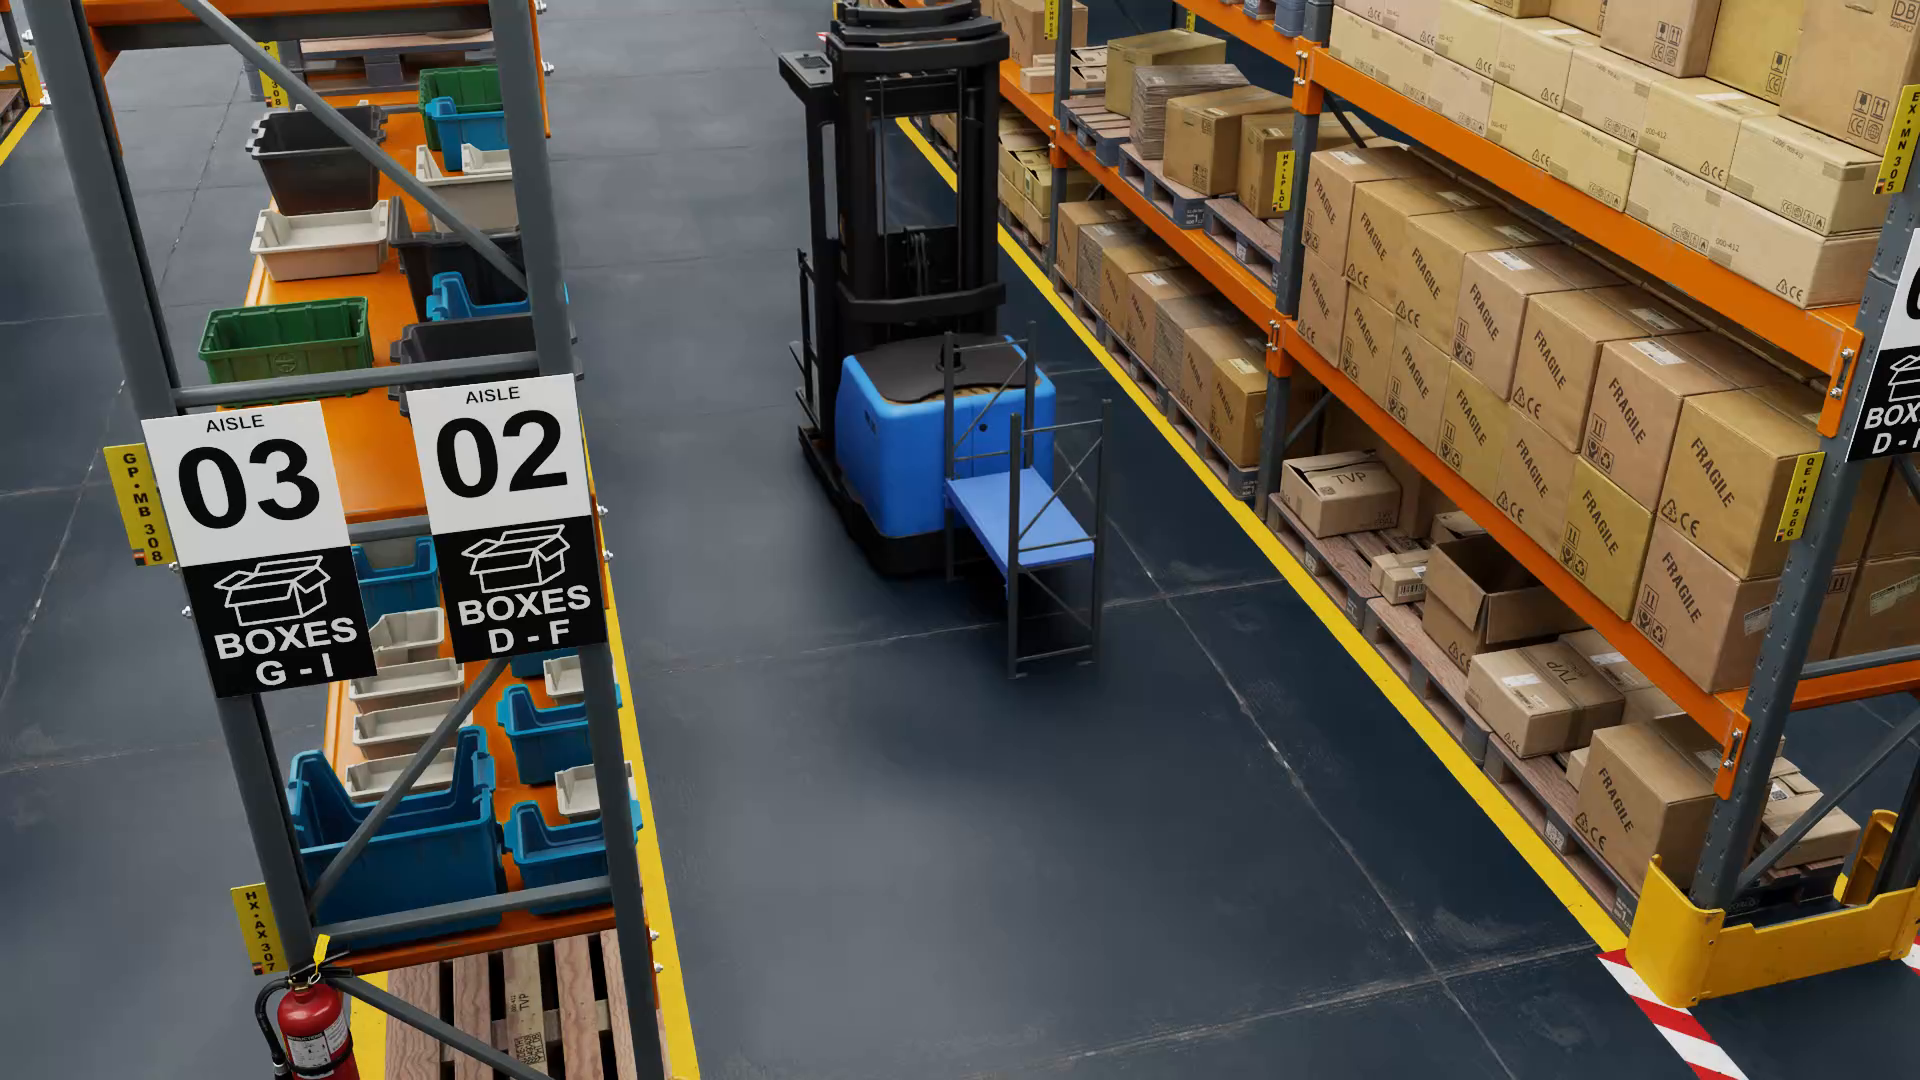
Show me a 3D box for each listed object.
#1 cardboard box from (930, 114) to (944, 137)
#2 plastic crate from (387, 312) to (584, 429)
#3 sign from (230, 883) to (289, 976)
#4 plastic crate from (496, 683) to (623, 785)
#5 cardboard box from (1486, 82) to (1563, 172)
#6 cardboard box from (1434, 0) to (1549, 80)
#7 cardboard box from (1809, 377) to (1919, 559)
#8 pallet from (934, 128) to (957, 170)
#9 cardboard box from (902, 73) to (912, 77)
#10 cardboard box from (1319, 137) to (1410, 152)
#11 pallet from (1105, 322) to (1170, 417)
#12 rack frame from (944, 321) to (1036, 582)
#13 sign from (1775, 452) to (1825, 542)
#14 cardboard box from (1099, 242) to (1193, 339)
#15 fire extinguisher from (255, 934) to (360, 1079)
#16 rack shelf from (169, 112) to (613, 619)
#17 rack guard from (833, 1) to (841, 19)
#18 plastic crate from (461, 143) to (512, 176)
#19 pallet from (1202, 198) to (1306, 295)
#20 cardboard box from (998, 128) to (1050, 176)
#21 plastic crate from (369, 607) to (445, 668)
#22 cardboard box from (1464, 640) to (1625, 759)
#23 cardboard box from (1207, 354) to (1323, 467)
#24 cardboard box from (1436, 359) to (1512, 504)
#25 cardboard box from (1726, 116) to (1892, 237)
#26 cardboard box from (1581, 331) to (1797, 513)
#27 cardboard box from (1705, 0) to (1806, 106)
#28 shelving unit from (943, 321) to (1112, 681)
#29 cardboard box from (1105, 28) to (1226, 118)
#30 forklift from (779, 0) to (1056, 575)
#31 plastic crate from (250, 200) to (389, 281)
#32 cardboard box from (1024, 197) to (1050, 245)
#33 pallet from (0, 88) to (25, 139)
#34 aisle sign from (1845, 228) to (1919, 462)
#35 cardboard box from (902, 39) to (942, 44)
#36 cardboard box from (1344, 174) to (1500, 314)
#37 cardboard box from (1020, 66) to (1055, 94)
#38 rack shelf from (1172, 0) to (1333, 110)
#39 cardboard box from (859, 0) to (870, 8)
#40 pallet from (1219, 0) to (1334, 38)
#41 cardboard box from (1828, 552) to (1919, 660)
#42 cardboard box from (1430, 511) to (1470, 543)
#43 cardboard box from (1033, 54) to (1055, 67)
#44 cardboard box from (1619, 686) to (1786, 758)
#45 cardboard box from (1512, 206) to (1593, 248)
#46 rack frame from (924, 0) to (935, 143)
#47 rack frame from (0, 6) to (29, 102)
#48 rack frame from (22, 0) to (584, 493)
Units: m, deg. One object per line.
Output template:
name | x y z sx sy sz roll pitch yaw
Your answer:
cardboard box | 0.016 -4.127 16.211 0.500 0.250 0.500 -9 31 -14
plastic crate | -1.278 -0.375 4.540 0.497 0.269 0.590 -8 31 -13
sign | -1.970 1.100 4.693 0.100 0.325 0.005 -8 31 -13
plastic crate | -1.367 0.655 5.731 0.416 0.233 0.300 -8 31 -13
cardboard box | 2.557 -1.740 6.917 0.500 0.250 0.500 -8 31 -13
cardboard box | 2.416 -2.197 7.207 0.500 0.250 0.500 -8 31 -13
cardboard box | 3.469 -0.293 6.163 0.500 0.500 0.500 -7 31 -12
pallet | 0.381 -3.806 16.114 1.003 0.211 1.213 -8 31 -13
cardboard box | -0.310 -4.792 17.361 0.500 0.250 0.500 -8 31 -13
cardboard box | 2.361 -1.983 9.662 0.700 0.500 0.500 -19 35 -30
pallet | 1.691 -1.270 11.734 1.003 0.211 1.213 -8 31 -13
rack frame | 0.159 -0.459 9.046 0.500 1.500 0.032 -9 31 -16
sign | 2.792 -0.141 5.528 0.100 0.325 0.005 -8 31 -13
cardboard box | 1.327 -1.787 11.899 0.500 0.500 0.500 -8 31 -14
fire extinguisher | -1.842 1.418 4.756 0.296 0.674 0.183 -8 31 -13
rack shelf | -1.975 -0.863 5.971 1.077 0.370 4.000 -8 31 -13
rack guard | -0.921 -6.225 20.005 1.175 0.500 0.348 -8 31 -13
plastic crate | -1.801 -1.463 6.552 0.293 0.136 0.466 -8 31 -13
pallet | 2.164 -1.817 10.086 1.003 0.211 1.213 -8 31 -13
cardboard box | 0.557 -3.380 14.361 0.500 0.311 0.500 -8 31 -14
plastic crate | -2.092 0.394 6.278 0.298 0.136 0.250 -8 31 -13
cardboard box | 2.727 0.740 7.783 0.500 0.250 0.500 -8 31 -13
cardboard box | 1.863 -0.808 10.208 0.500 0.500 0.500 -8 31 -14
cardboard box | 2.549 -0.526 7.564 0.500 0.500 0.500 -8 31 -14
cardboard box | 2.950 -1.231 5.539 0.500 0.250 0.500 -8 31 -13
cardboard box | 2.814 -0.466 6.462 0.500 0.500 0.500 -7 31 -12
cardboard box | 3.129 -1.840 5.843 0.700 0.500 0.500 -8 31 -13
shelving unit | 0.319 -0.217 8.629 0.538 1.500 1.048 -9 31 -16
cardboard box | 1.485 -3.367 12.054 0.700 0.500 0.500 -19 35 -30
forklift | -0.403 -1.801 9.935 1.130 2.935 3.031 -9 31 -16
plastic crate | -2.232 -1.060 5.855 0.437 0.136 0.530 -8 31 -13
cardboard box | 0.834 -2.644 13.650 0.500 0.250 0.500 -7 31 -12
pallet | -10.265 -4.339 17.036 1.003 0.211 1.213 -8 31 -13
aisle sign | 3.055 -0.619 5.229 0.394 0.787 0.004 -8 31 -13
cardboard box | -0.308 -5.117 17.174 0.500 0.500 0.500 -8 31 -13
cardboard box | 2.262 -1.461 8.182 0.500 0.500 0.500 -9 31 -15
cardboard box | 0.704 -3.720 13.433 0.380 0.149 0.250 -8 31 -13
rack shelf | 1.740 -3.452 10.443 1.077 0.370 4.000 -8 31 -13
cardboard box | -0.852 -6.081 18.839 0.500 0.500 0.500 -8 31 -13
pallet | 2.165 -3.040 9.202 1.213 0.211 1.003 -8 31 -13
cardboard box | 3.469 0.140 6.414 0.500 0.500 0.500 -7 31 -12
cardboard box | 2.853 -0.045 9.240 0.380 0.149 0.250 -8 31 -13
cardboard box | 0.816 -3.931 13.798 0.380 0.149 0.250 -6 31 -10
cardboard box | 3.329 0.891 7.523 0.500 0.250 0.500 -8 31 -13
cardboard box | 2.927 -1.275 7.860 0.500 0.500 0.500 -8 31 -13
rack frame | 0.147 -5.363 16.021 1.000 3.000 0.127 -8 31 -13
rack frame | -10.466 -5.980 17.086 1.000 3.000 0.127 -8 31 -13
rack frame | -1.444 -1.507 3.370 1.000 3.000 0.127 -8 31 -13
